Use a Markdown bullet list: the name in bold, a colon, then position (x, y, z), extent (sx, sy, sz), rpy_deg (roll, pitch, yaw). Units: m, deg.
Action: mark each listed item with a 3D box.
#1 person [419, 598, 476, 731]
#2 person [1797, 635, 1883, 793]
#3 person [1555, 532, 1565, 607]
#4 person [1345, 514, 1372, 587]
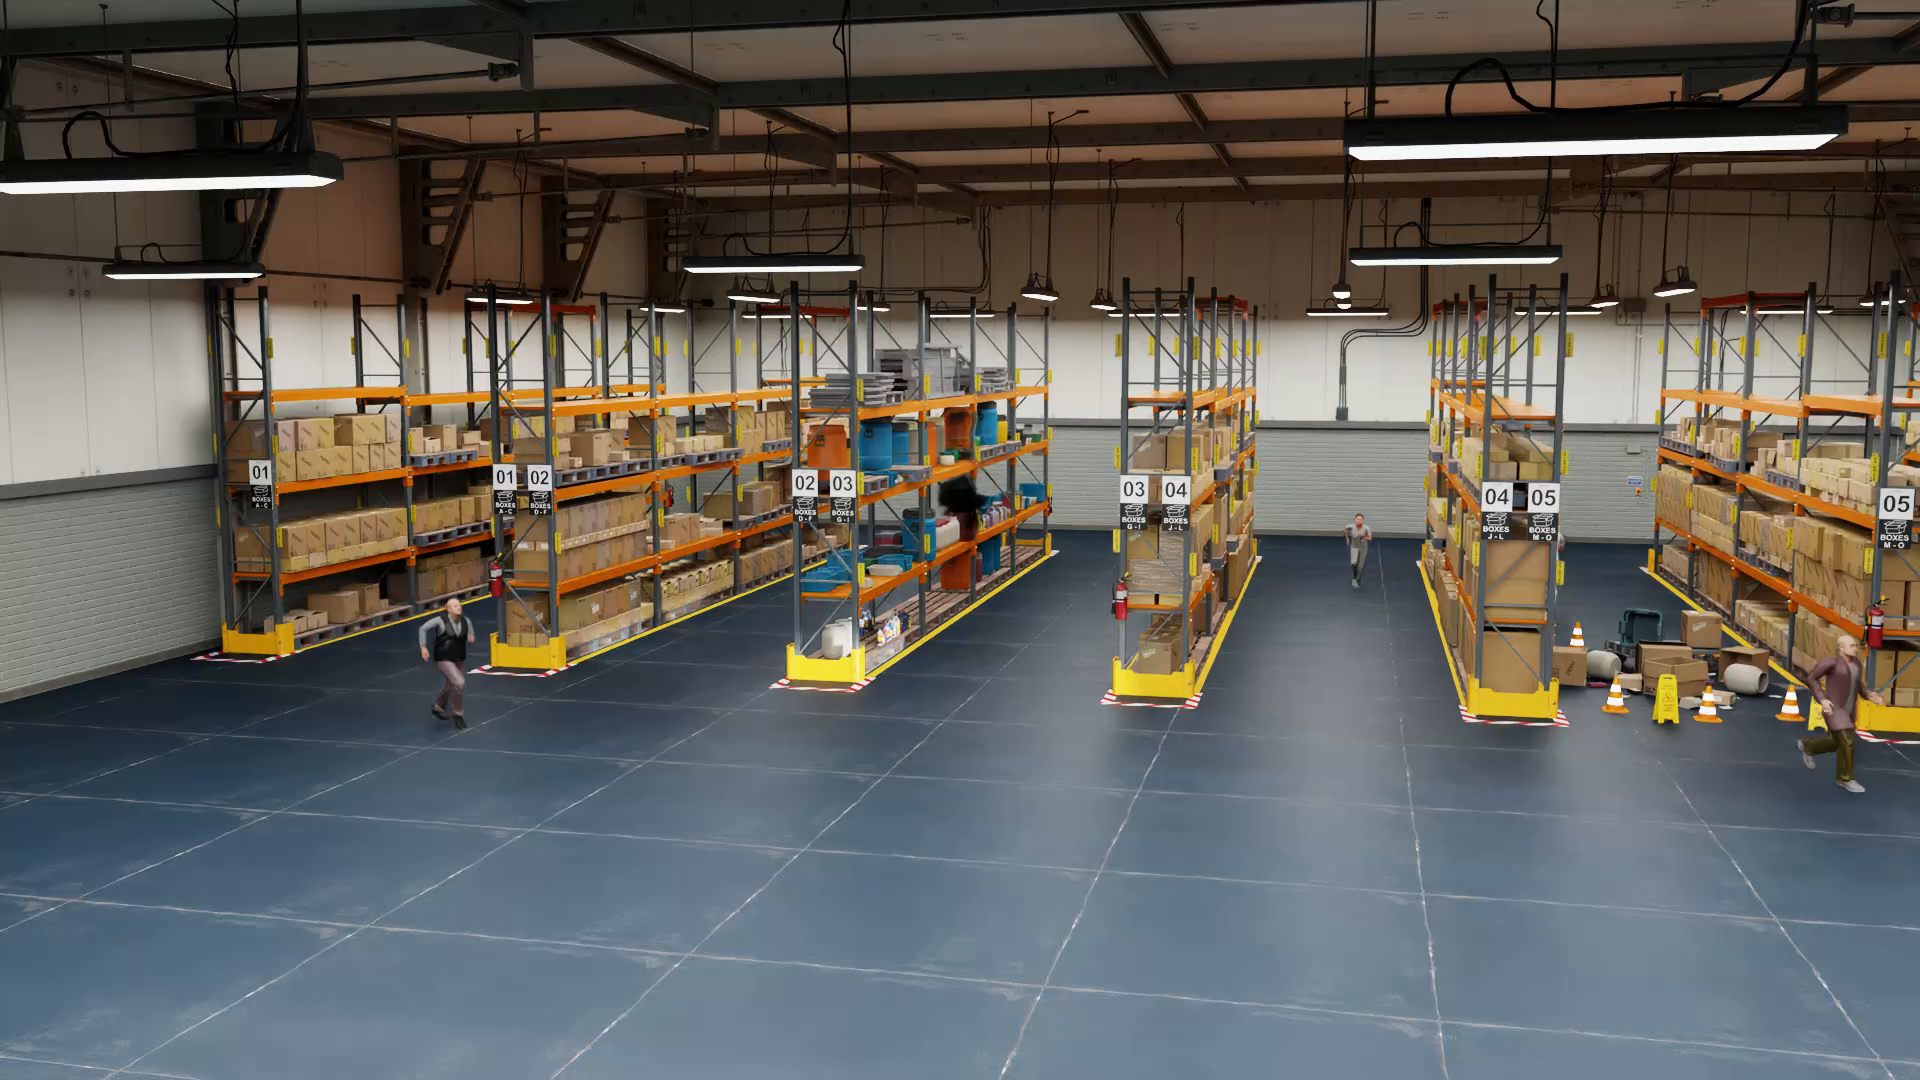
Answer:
- **person**: position (-6.757, 1.635, 22.023), extent (0.839, 1.747, 0.680), rpy_deg (5, 8, 37)
- **person**: position (10.034, 1.947, 19.126), extent (0.689, 1.759, 0.959), rpy_deg (-3, 7, -25)
- **person**: position (11.211, 0.460, 31.743), extent (0.646, 1.840, 0.886), rpy_deg (1, 7, 9)
- **person**: position (8.266, 0.226, 34.547), extent (0.555, 1.592, 0.832), rpy_deg (1, 7, 12)
